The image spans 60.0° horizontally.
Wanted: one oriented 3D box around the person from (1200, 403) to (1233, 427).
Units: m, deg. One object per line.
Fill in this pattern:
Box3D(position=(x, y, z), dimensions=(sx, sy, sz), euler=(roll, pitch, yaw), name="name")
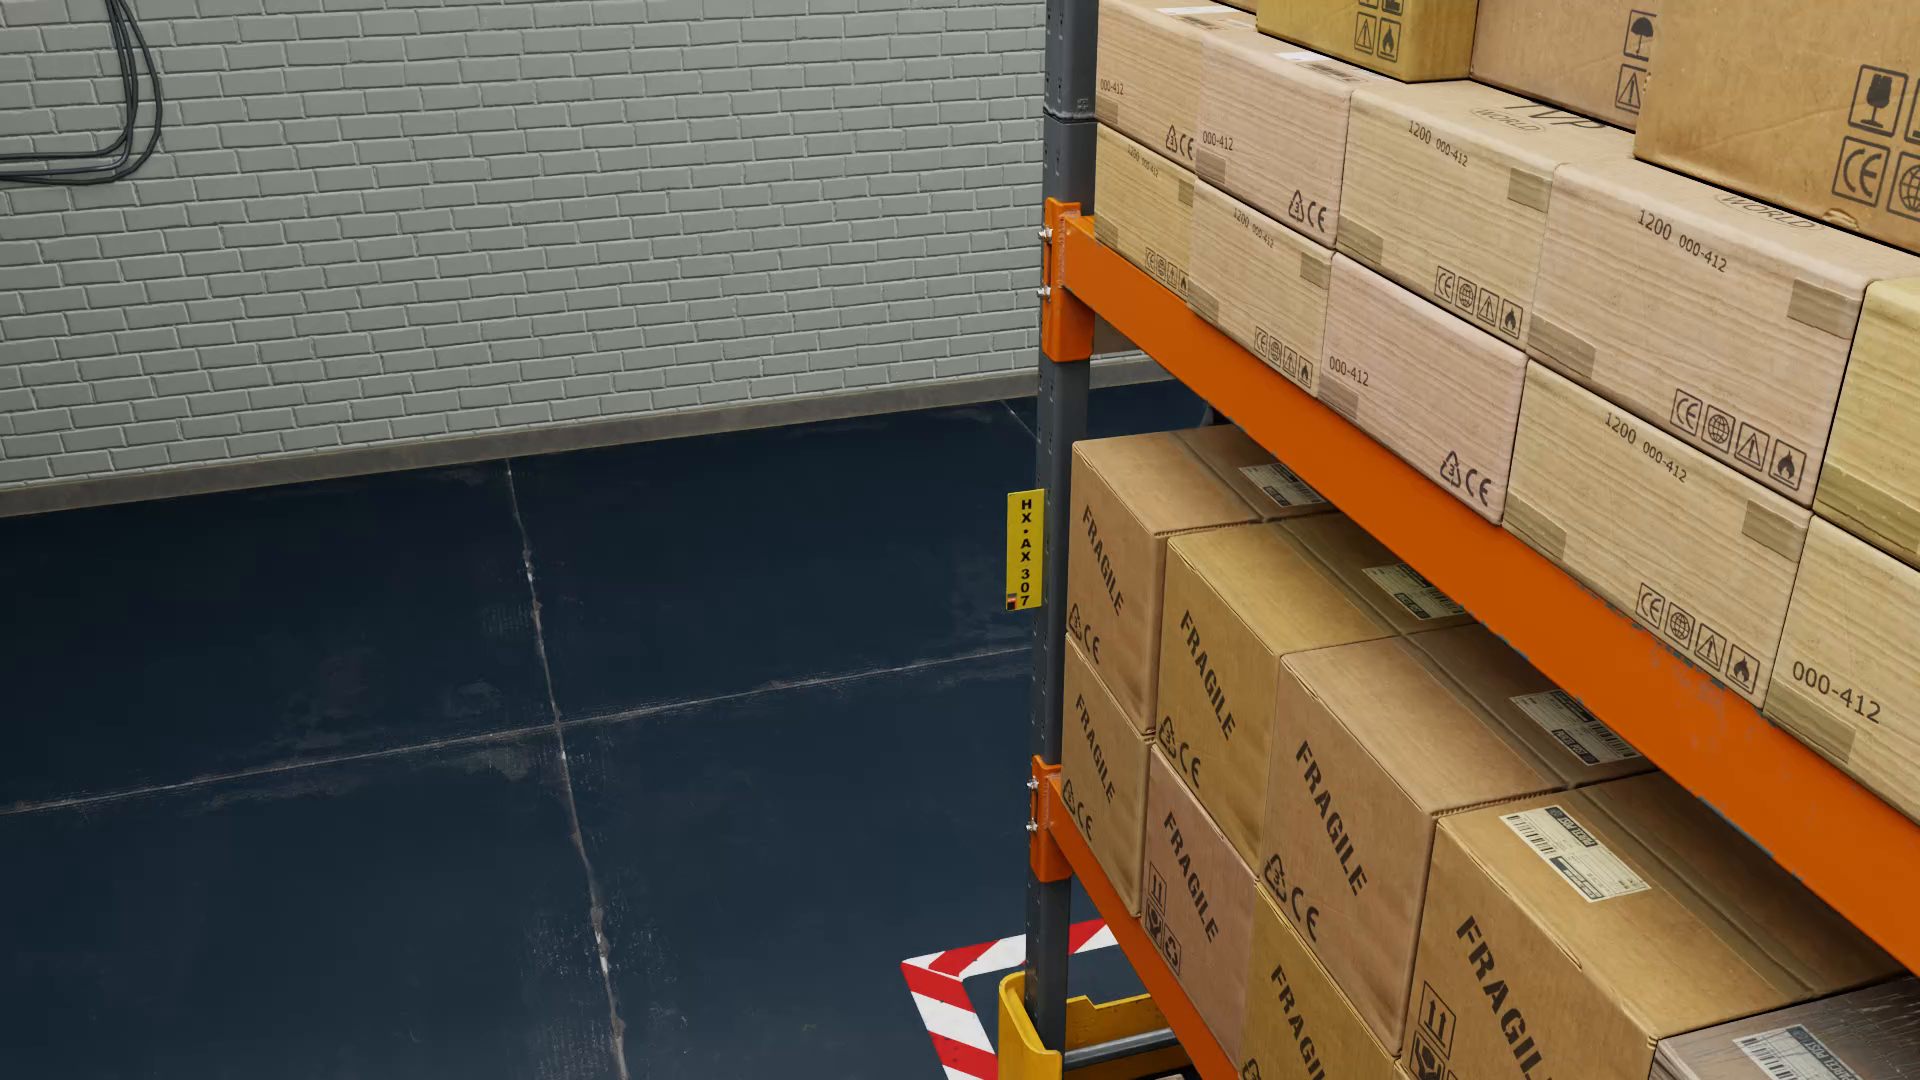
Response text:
Box3D(position=(1.214, -0.048, 6.757), dimensions=(0.598, 1.705, 0.625), euler=(-16, 30, -30), name="person")
